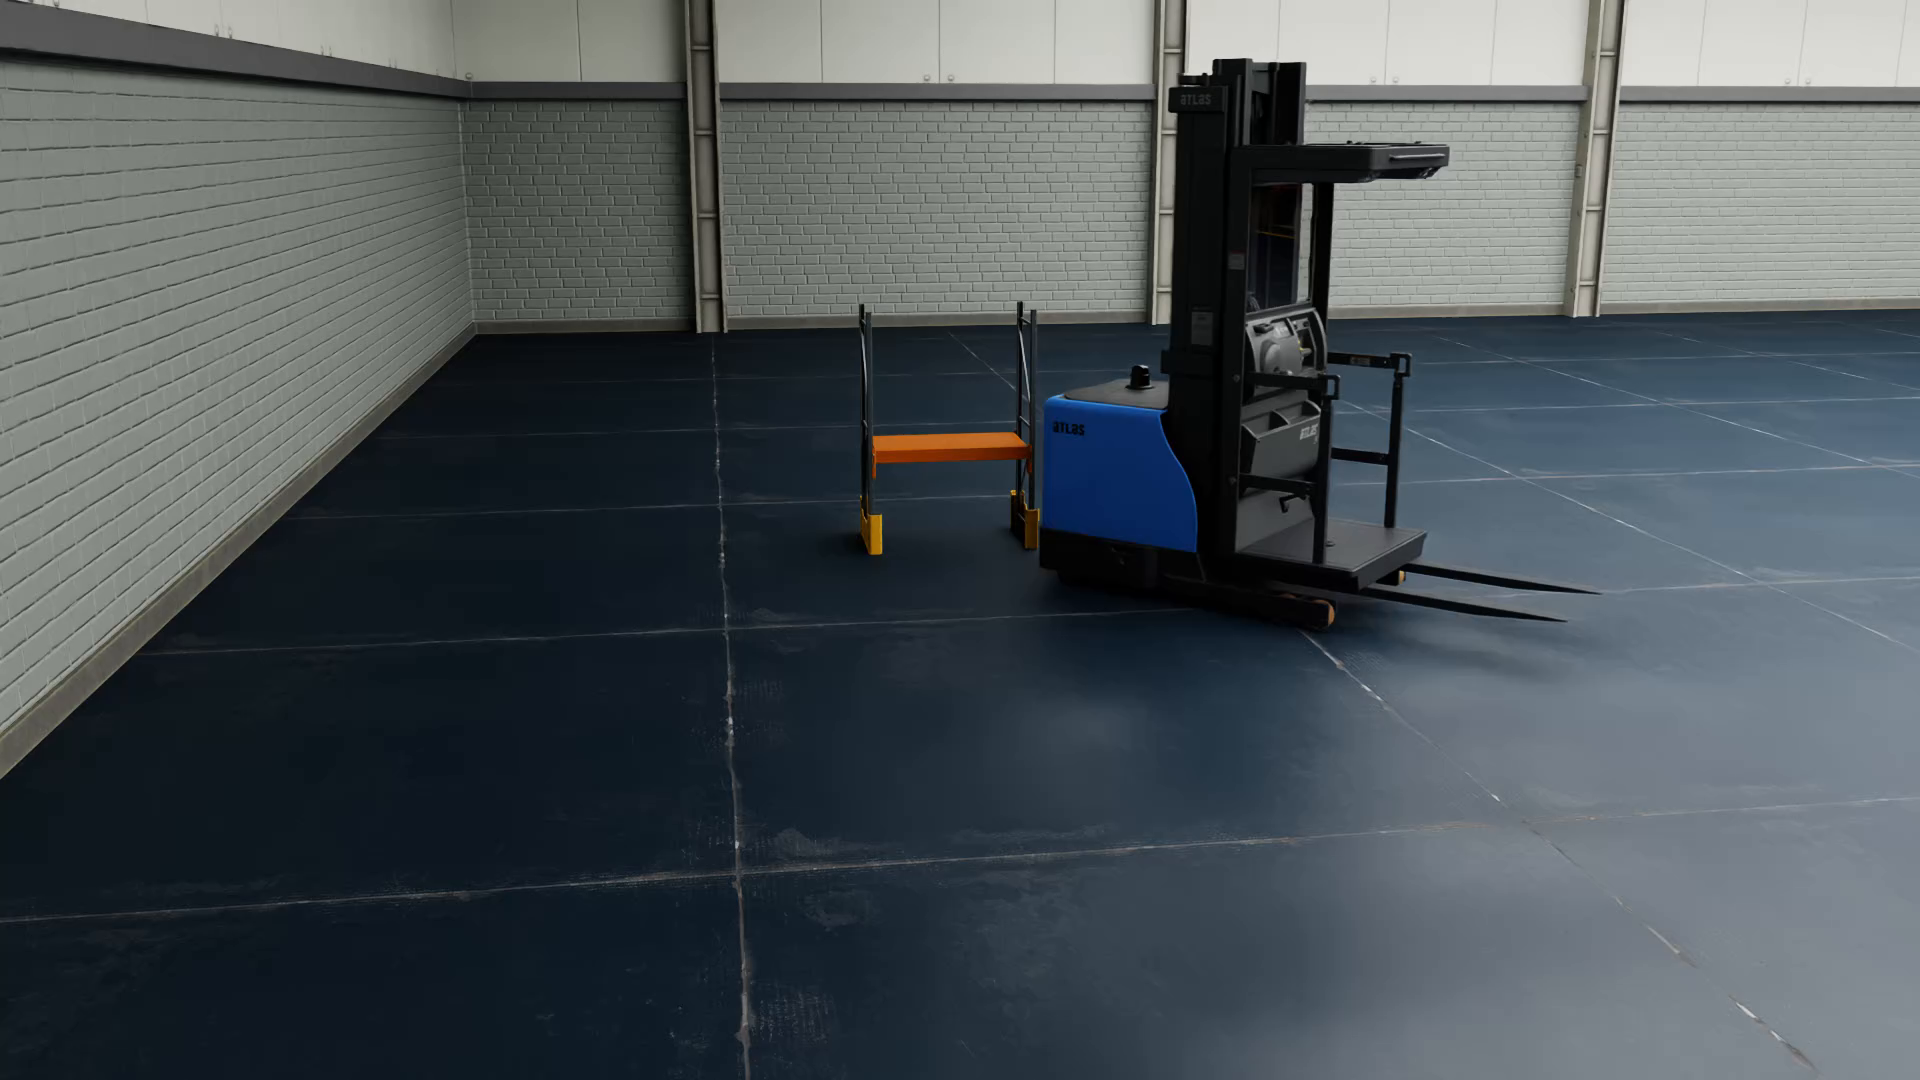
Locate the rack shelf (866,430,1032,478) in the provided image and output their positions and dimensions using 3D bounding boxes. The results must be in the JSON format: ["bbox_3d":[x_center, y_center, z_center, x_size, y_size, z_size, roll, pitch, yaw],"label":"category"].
[{"bbox_3d":[-0.084,-0.550,10.571,1.000,0.185,0.538,-2,14,-8],"label":"rack shelf"}]

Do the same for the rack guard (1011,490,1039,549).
[{"bbox_3d":[0.417,-0.137,10.752,0.087,0.250,0.587,-2,14,-8],"label":"rack guard"}]

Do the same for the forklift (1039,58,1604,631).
[{"bbox_3d":[1.962,-1.087,9.029,3.031,2.935,1.130,10,17,34],"label":"forklift"}]

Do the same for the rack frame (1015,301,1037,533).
[{"bbox_3d":[0.418,-0.743,10.601,0.032,1.500,0.500,-2,14,-8],"label":"rack frame"}]

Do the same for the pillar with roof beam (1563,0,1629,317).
[{"bbox_3d":[9.304,-6.462,17.989,0.400,9.000,9.100,-2,14,-8],"label":"pillar with roof beam"}]

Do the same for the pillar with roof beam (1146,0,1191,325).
[{"bbox_3d":[3.371,-6.244,17.122,0.400,9.000,9.100,-2,14,-8],"label":"pillar with roof beam"}]

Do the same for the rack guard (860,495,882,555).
[{"bbox_3d":[-0.568,-0.100,10.608,0.087,0.250,0.587,-2,14,-8],"label":"rack guard"}]

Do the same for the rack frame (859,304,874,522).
[{"bbox_3d":[-0.587,-0.706,10.454,0.032,1.500,0.500,-2,14,-8],"label":"rack frame"}]

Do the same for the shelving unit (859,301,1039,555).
[{"bbox_3d":[-0.075,-0.725,10.528,1.083,1.500,0.587,-2,14,-8],"label":"shelving unit"}]

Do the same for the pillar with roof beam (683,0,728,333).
[{"bbox_3d":[-2.562,-6.027,16.255,0.400,9.000,9.100,-2,14,-8],"label":"pillar with roof beam"}]
